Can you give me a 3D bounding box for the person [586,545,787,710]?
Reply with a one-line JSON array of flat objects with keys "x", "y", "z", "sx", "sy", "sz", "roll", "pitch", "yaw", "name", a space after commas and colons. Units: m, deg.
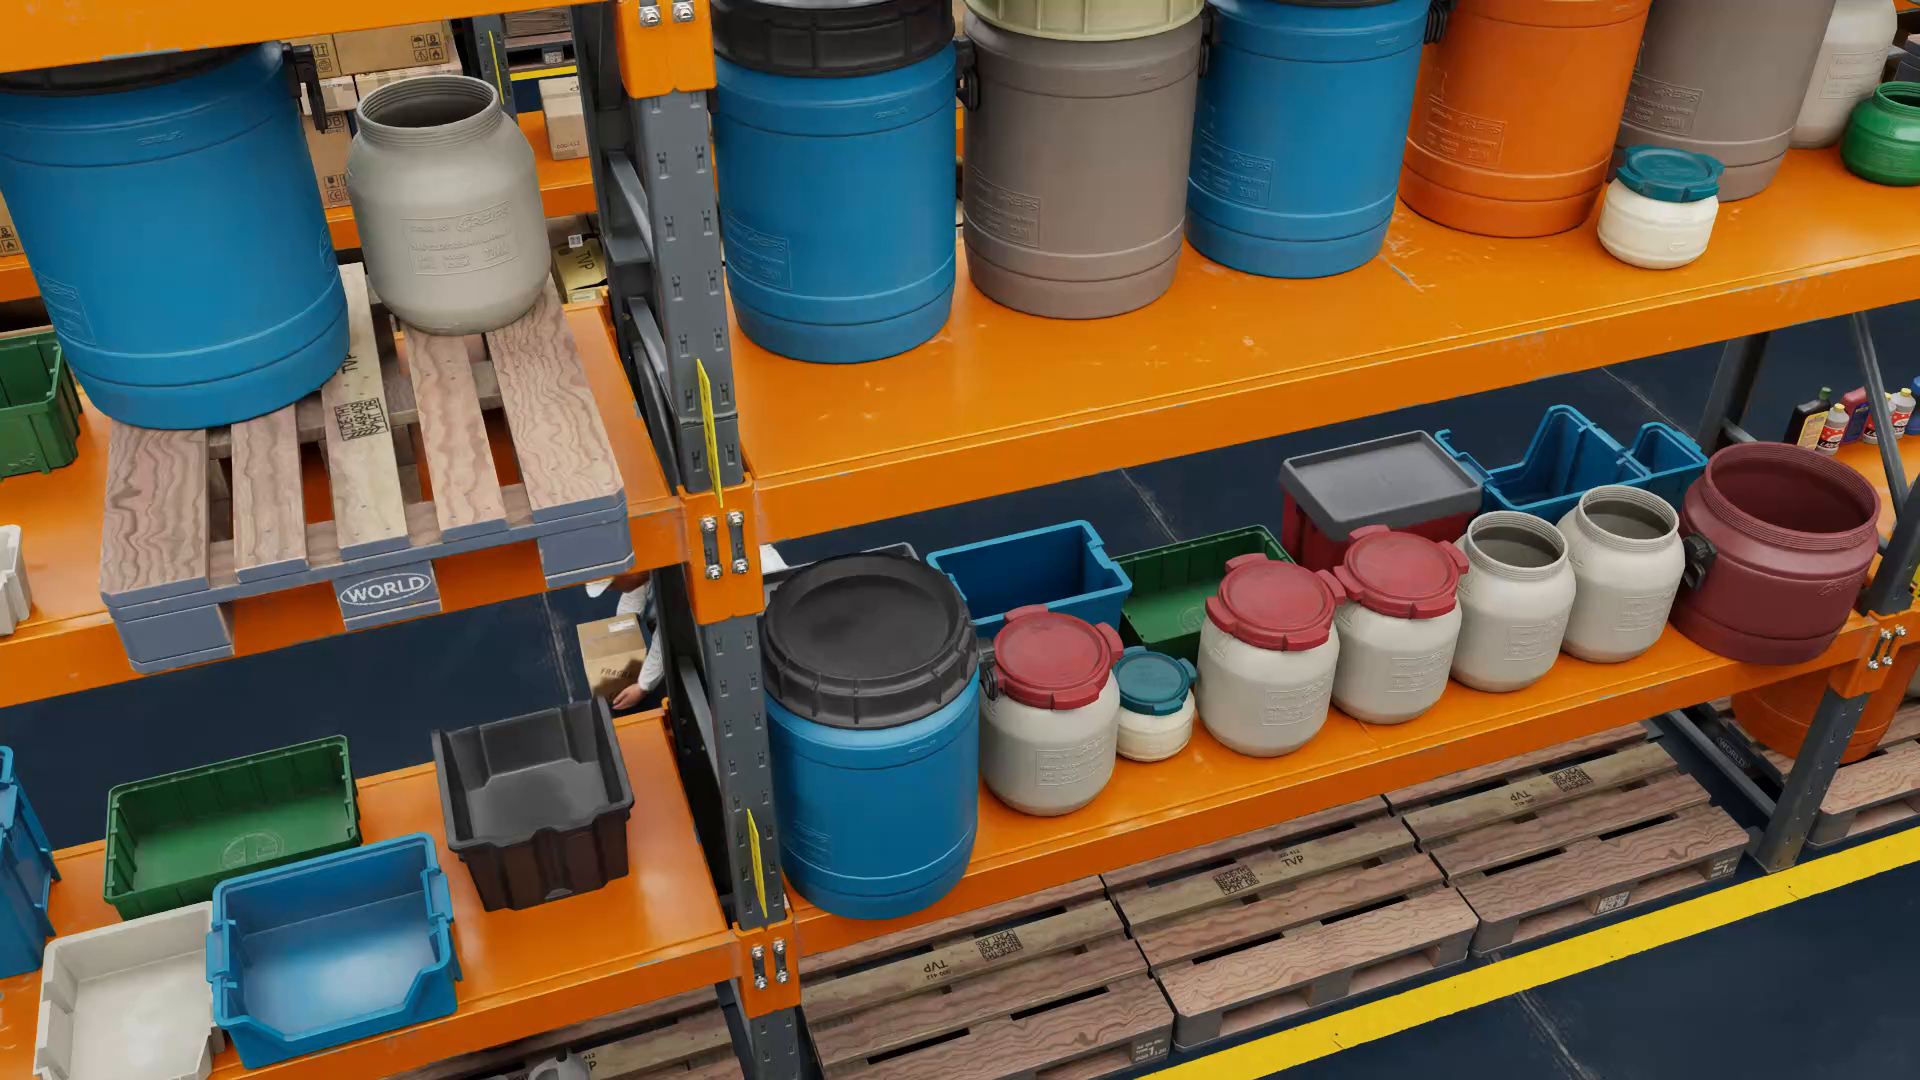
[{"x": -1.121, "y": 0.299, "z": 6.981, "sx": 0.858, "sy": 1.039, "sz": 0.528, "roll": -13, "pitch": 39, "yaw": -16, "name": "person"}]
